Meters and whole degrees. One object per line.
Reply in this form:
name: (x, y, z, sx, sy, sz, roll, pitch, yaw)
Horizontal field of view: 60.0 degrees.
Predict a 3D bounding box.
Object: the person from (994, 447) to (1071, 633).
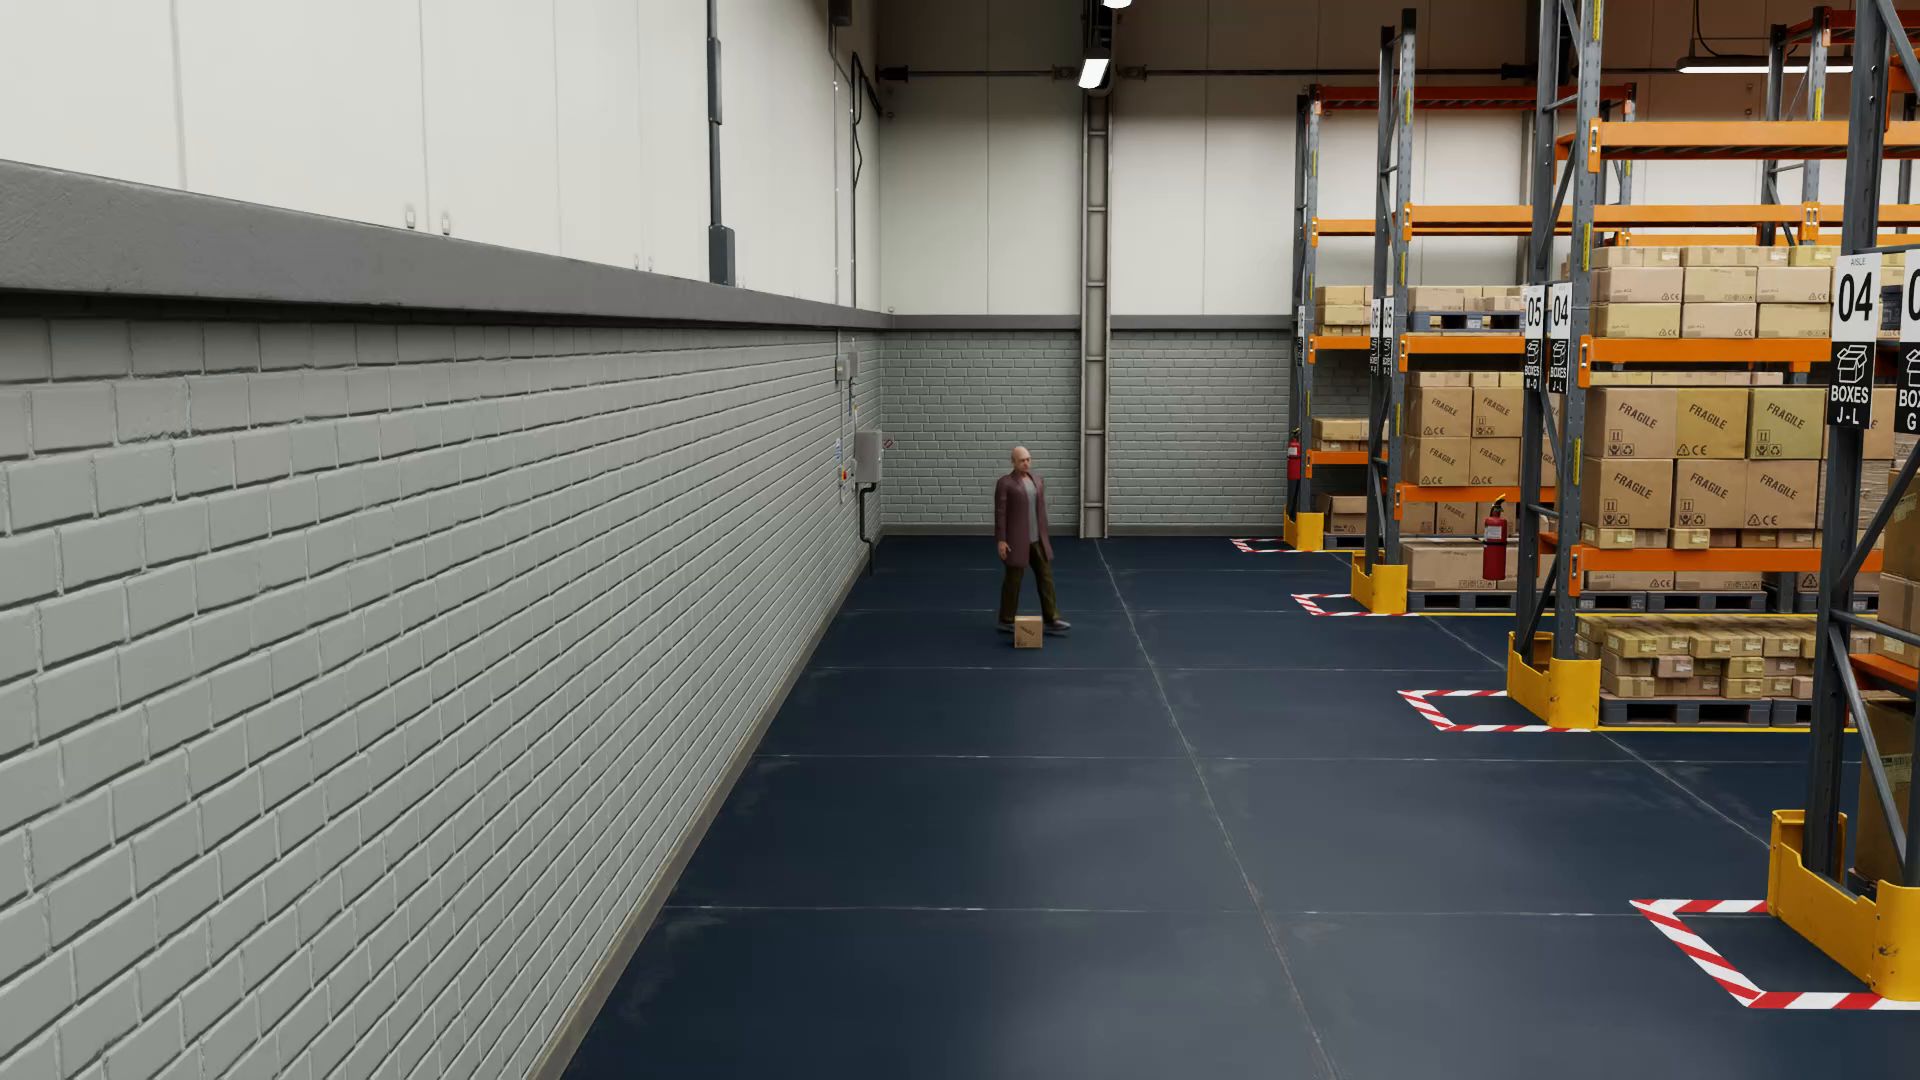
person: (0.677, 0.013, 15.689, 0.601, 1.779, 0.726, -4, 8, -31)
